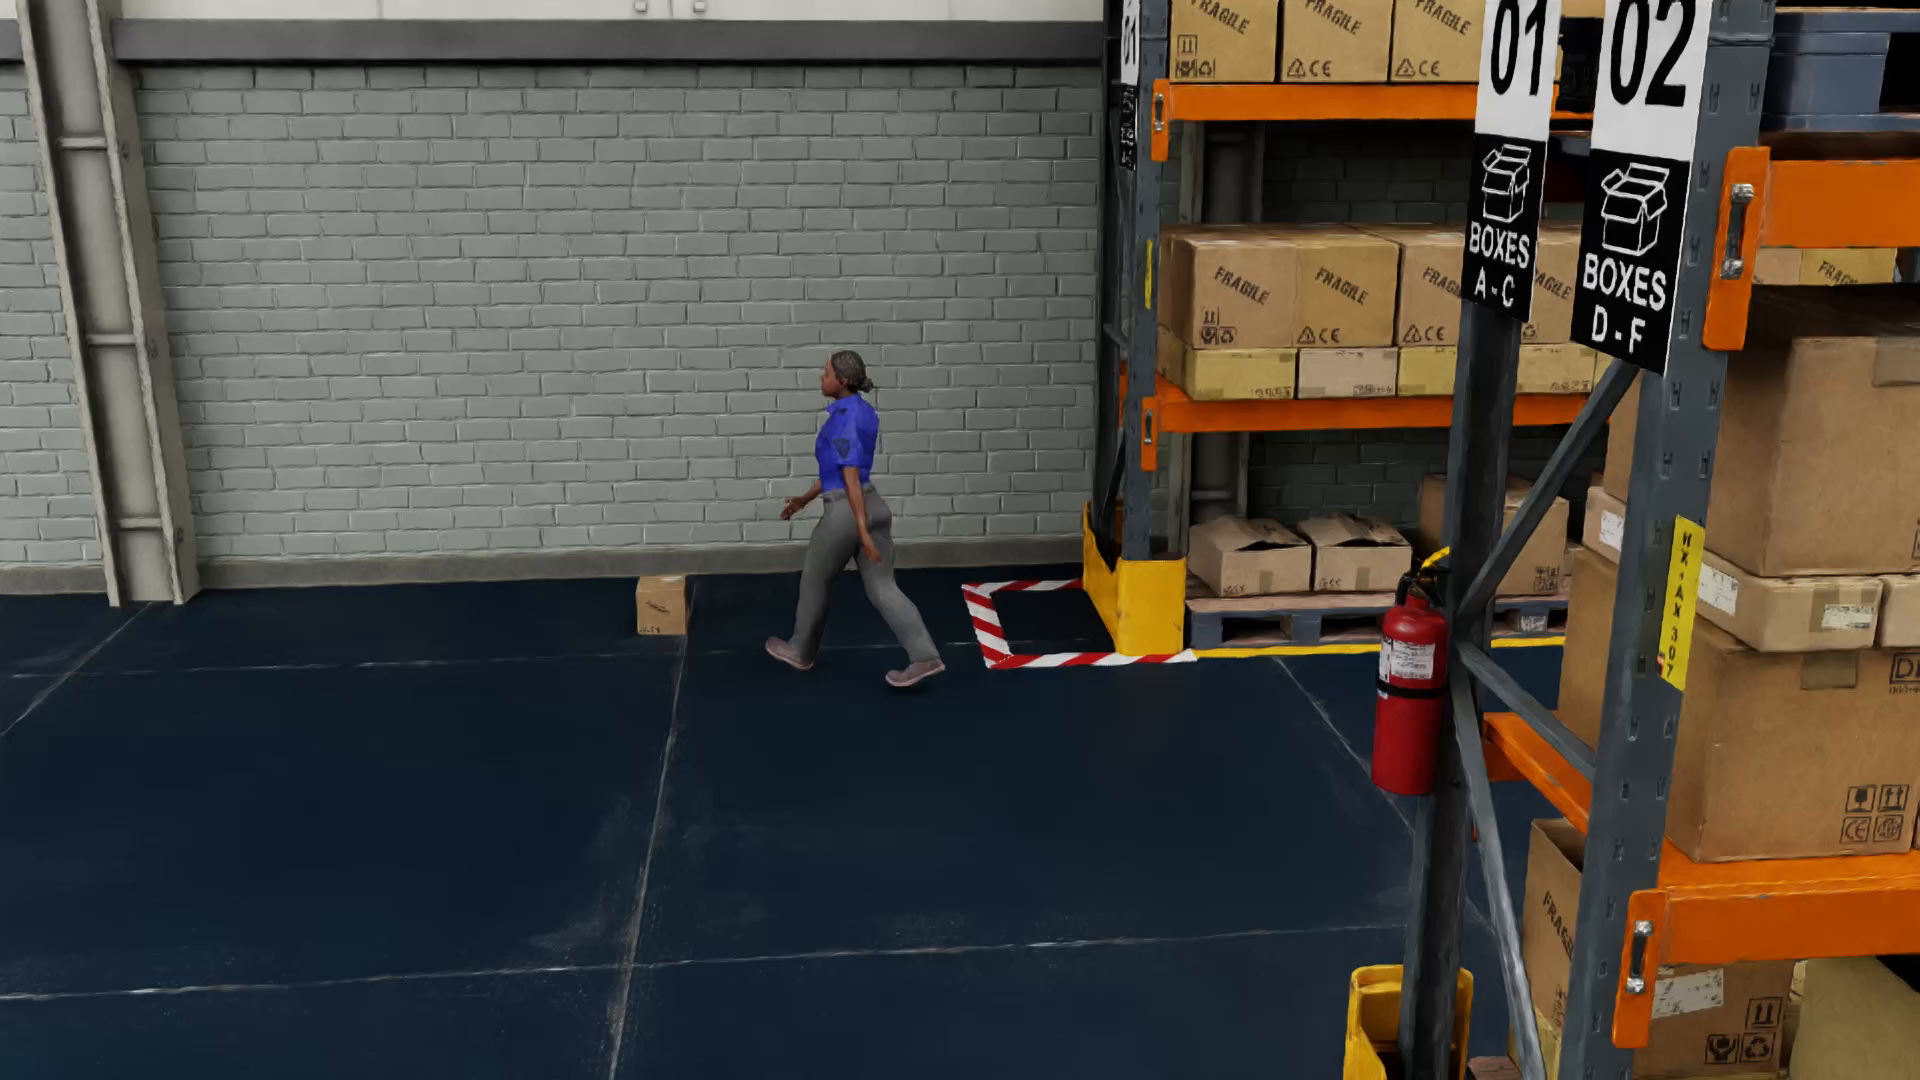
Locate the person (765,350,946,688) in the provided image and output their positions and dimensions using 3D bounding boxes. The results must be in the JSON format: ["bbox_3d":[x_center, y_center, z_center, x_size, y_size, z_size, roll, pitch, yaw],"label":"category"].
[{"bbox_3d":[-0.530,-0.103,7.918,1.006,1.598,0.502,8,19,25],"label":"person"}]
